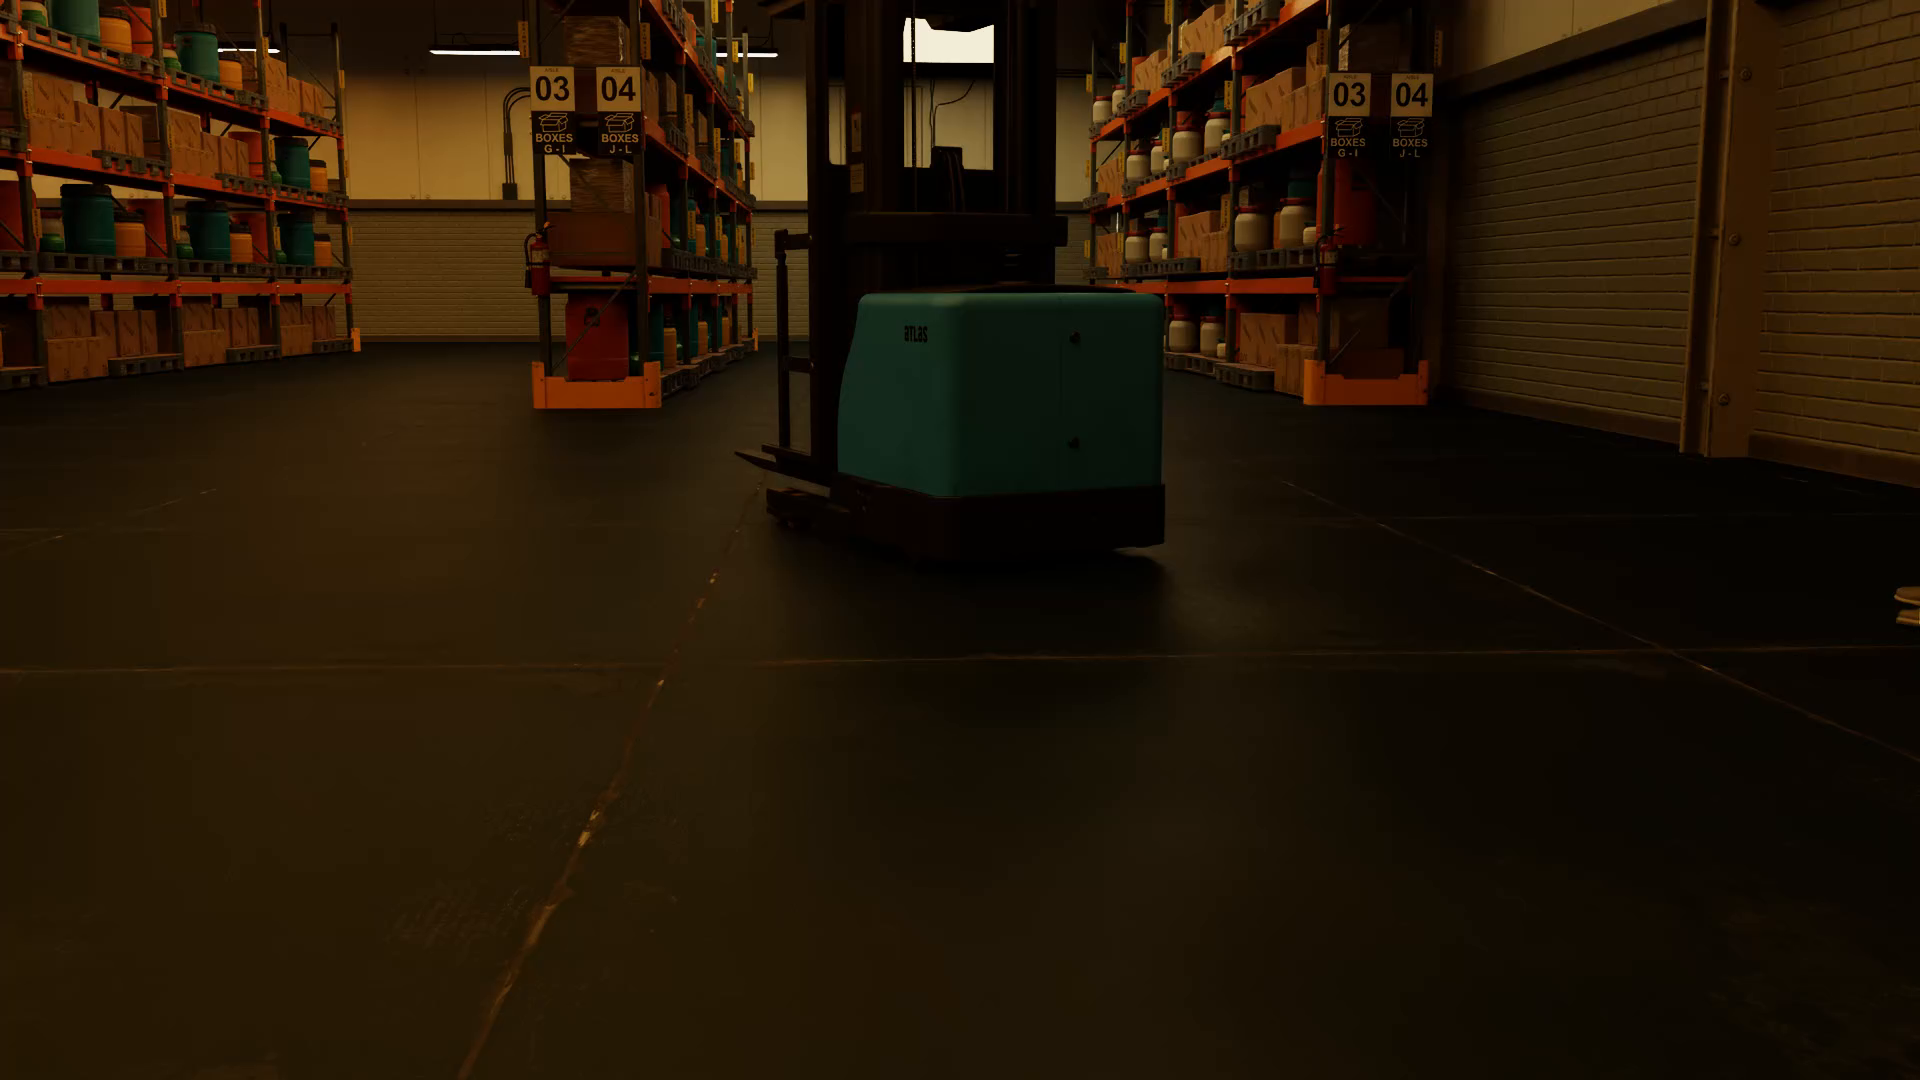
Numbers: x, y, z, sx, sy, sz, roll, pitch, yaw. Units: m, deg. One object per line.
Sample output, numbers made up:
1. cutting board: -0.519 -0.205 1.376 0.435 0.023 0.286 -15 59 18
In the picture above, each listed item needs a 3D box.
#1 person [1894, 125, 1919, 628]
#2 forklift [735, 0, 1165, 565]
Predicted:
1. person: 3.337 -0.557 5.454 0.452 1.659 0.626 6 10 33
2. forklift: -0.264 -1.530 7.637 1.130 2.935 3.031 -4 9 -25
